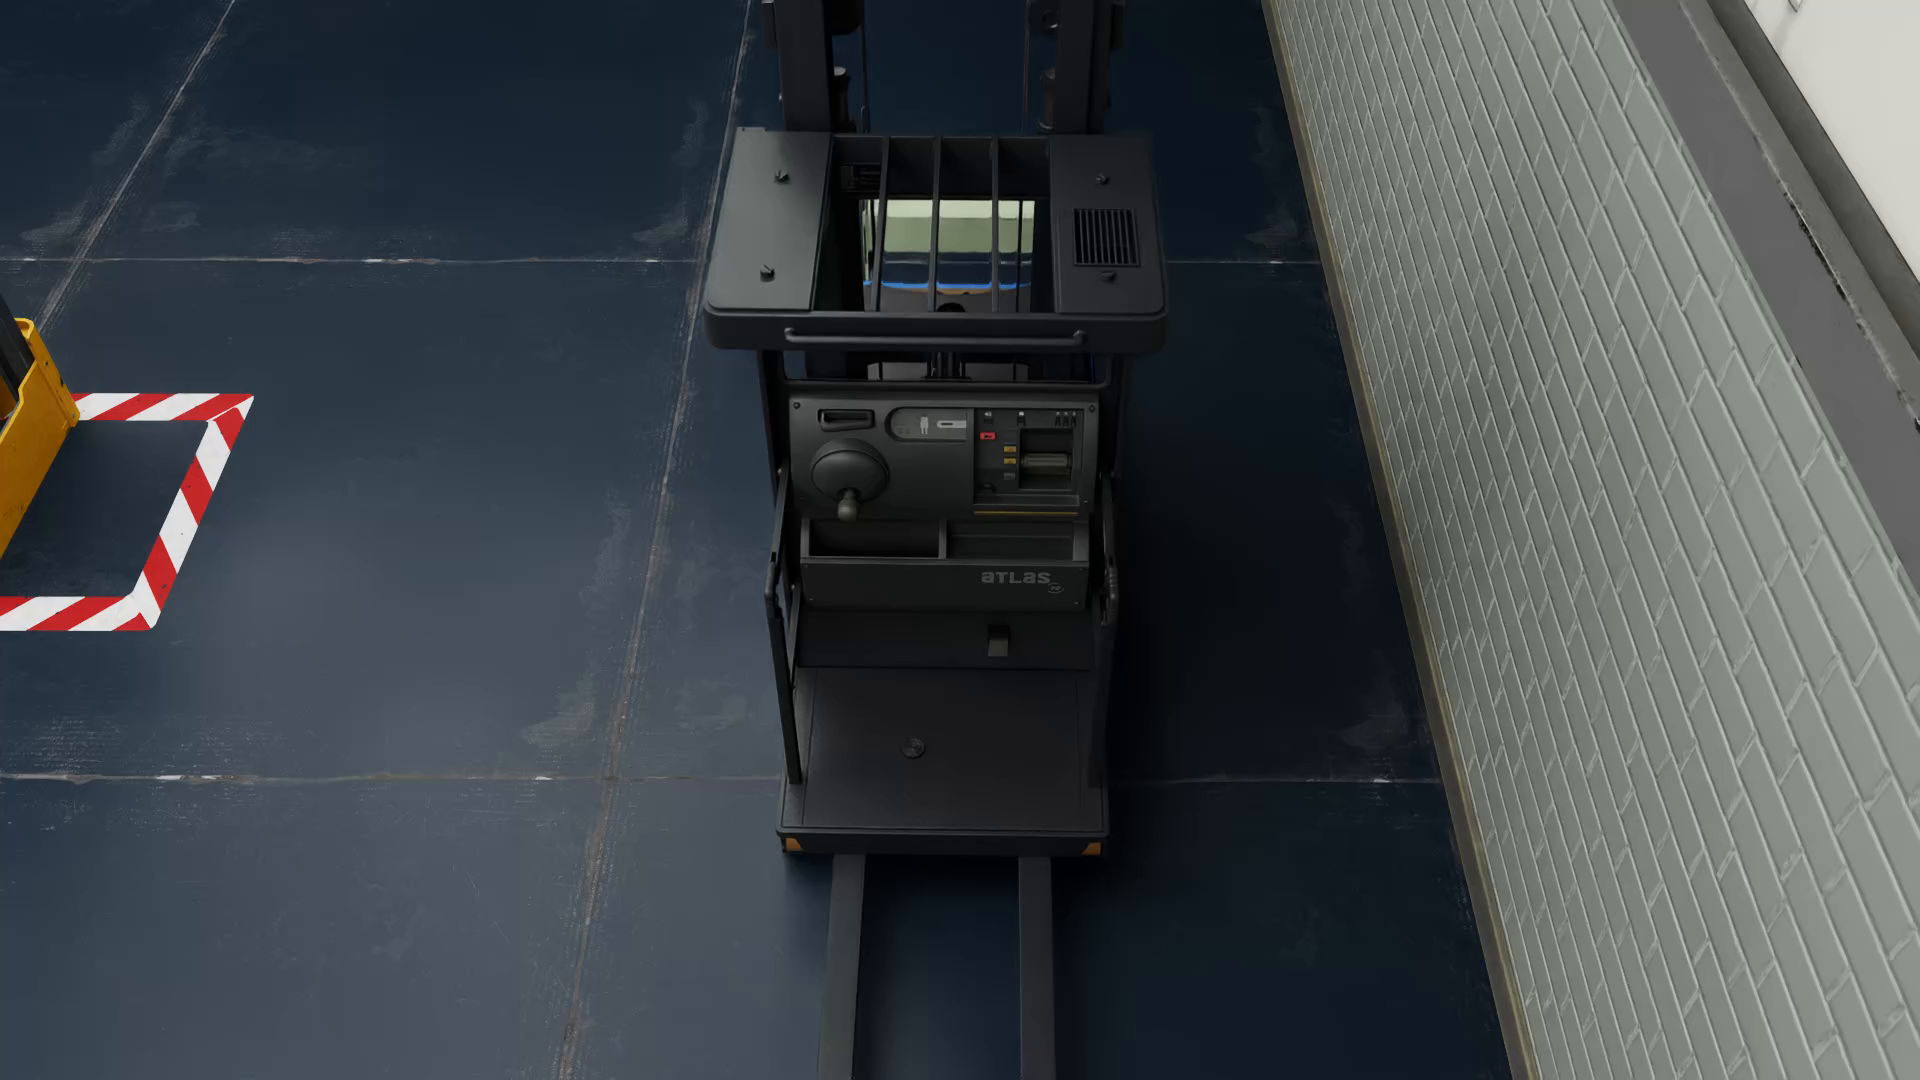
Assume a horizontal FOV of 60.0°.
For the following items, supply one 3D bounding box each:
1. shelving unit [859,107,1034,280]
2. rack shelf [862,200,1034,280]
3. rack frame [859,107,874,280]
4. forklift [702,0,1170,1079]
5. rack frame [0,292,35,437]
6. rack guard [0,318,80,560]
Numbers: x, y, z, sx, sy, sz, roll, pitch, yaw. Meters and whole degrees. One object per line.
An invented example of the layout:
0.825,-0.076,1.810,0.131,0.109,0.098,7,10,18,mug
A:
0.007,-0.953,6.613,0.755,1.500,0.431,1,47,1,shelving unit
0.007,-1.219,6.327,0.720,0.370,0.431,1,47,1,rack shelf
-0.359,-0.958,6.617,0.023,1.500,0.400,1,47,1,rack frame
-0.049,-0.153,4.890,1.130,2.935,3.031,1,47,1,forklift
-3.934,-1.175,5.795,0.127,3.000,1.000,0,47,0,rack frame
-4.010,-0.324,6.710,0.348,0.500,1.175,0,47,0,rack guard
